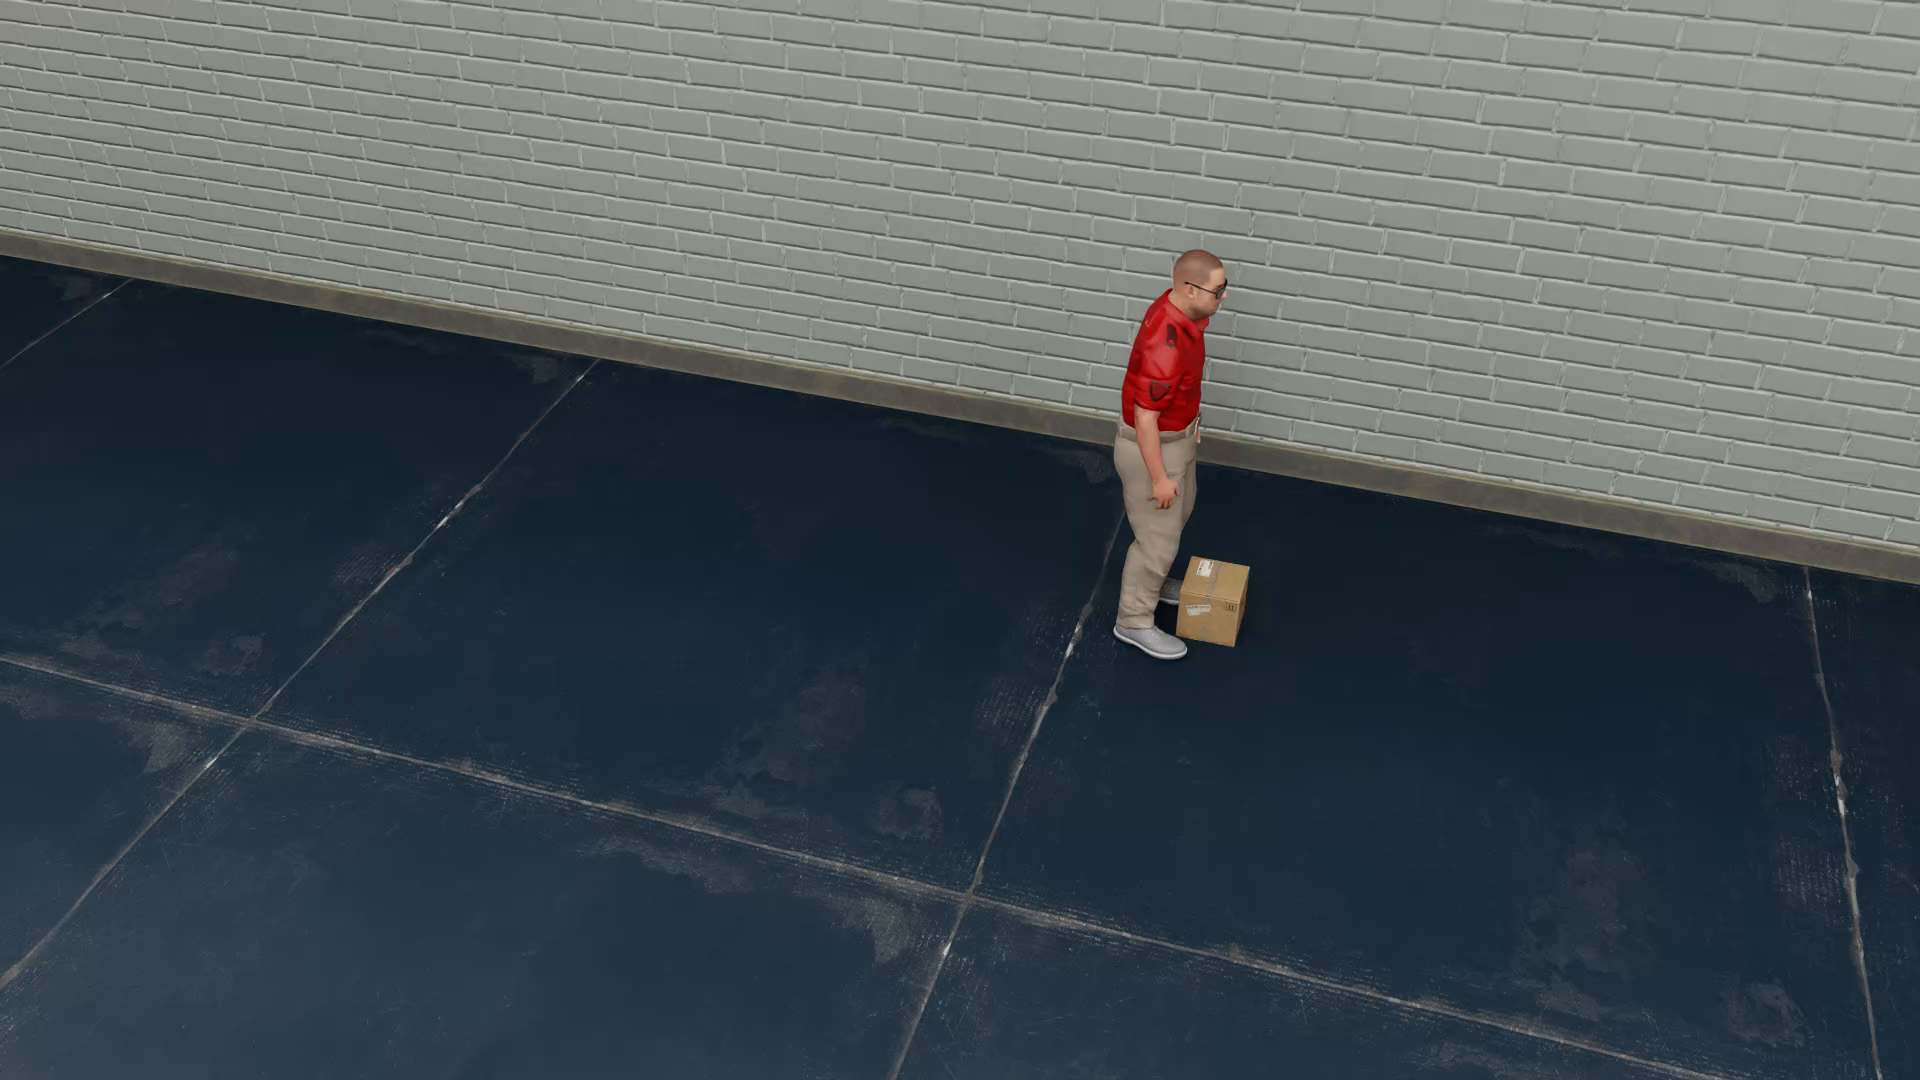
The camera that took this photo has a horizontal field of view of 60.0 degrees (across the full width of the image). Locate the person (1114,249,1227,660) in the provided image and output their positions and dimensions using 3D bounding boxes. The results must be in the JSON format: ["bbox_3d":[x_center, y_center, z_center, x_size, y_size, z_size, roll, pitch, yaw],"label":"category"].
[{"bbox_3d":[0.829,-0.371,6.657,0.392,1.727,0.585,11,38,14],"label":"person"}]
